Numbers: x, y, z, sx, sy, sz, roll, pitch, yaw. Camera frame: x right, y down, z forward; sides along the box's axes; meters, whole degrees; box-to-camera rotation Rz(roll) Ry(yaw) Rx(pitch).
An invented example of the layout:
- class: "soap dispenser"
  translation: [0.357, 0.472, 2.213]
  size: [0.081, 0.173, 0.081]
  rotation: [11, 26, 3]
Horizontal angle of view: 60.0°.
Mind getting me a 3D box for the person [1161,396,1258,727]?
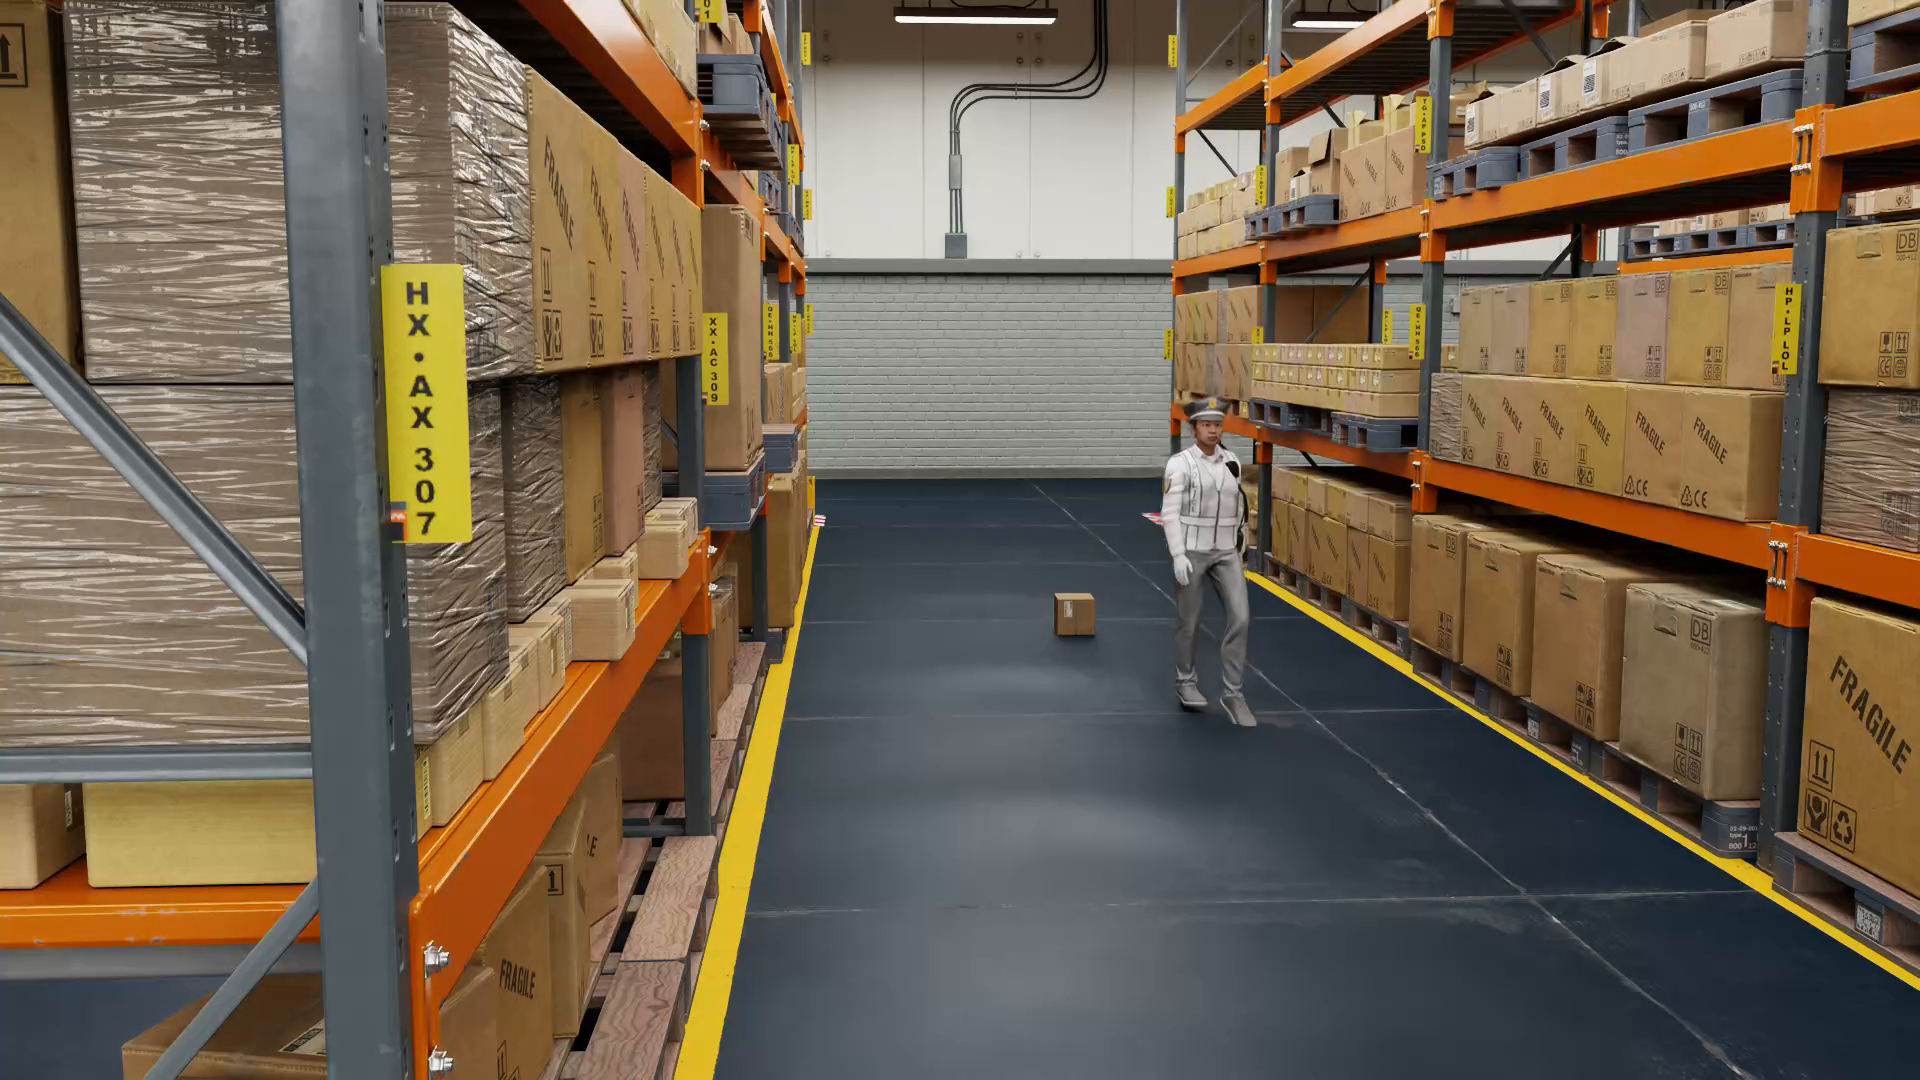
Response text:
- class: "person"
  translation: [1.316, 0.116, 8.804]
  size: [0.525, 1.750, 0.617]
  rotation: [-2, 7, -14]
